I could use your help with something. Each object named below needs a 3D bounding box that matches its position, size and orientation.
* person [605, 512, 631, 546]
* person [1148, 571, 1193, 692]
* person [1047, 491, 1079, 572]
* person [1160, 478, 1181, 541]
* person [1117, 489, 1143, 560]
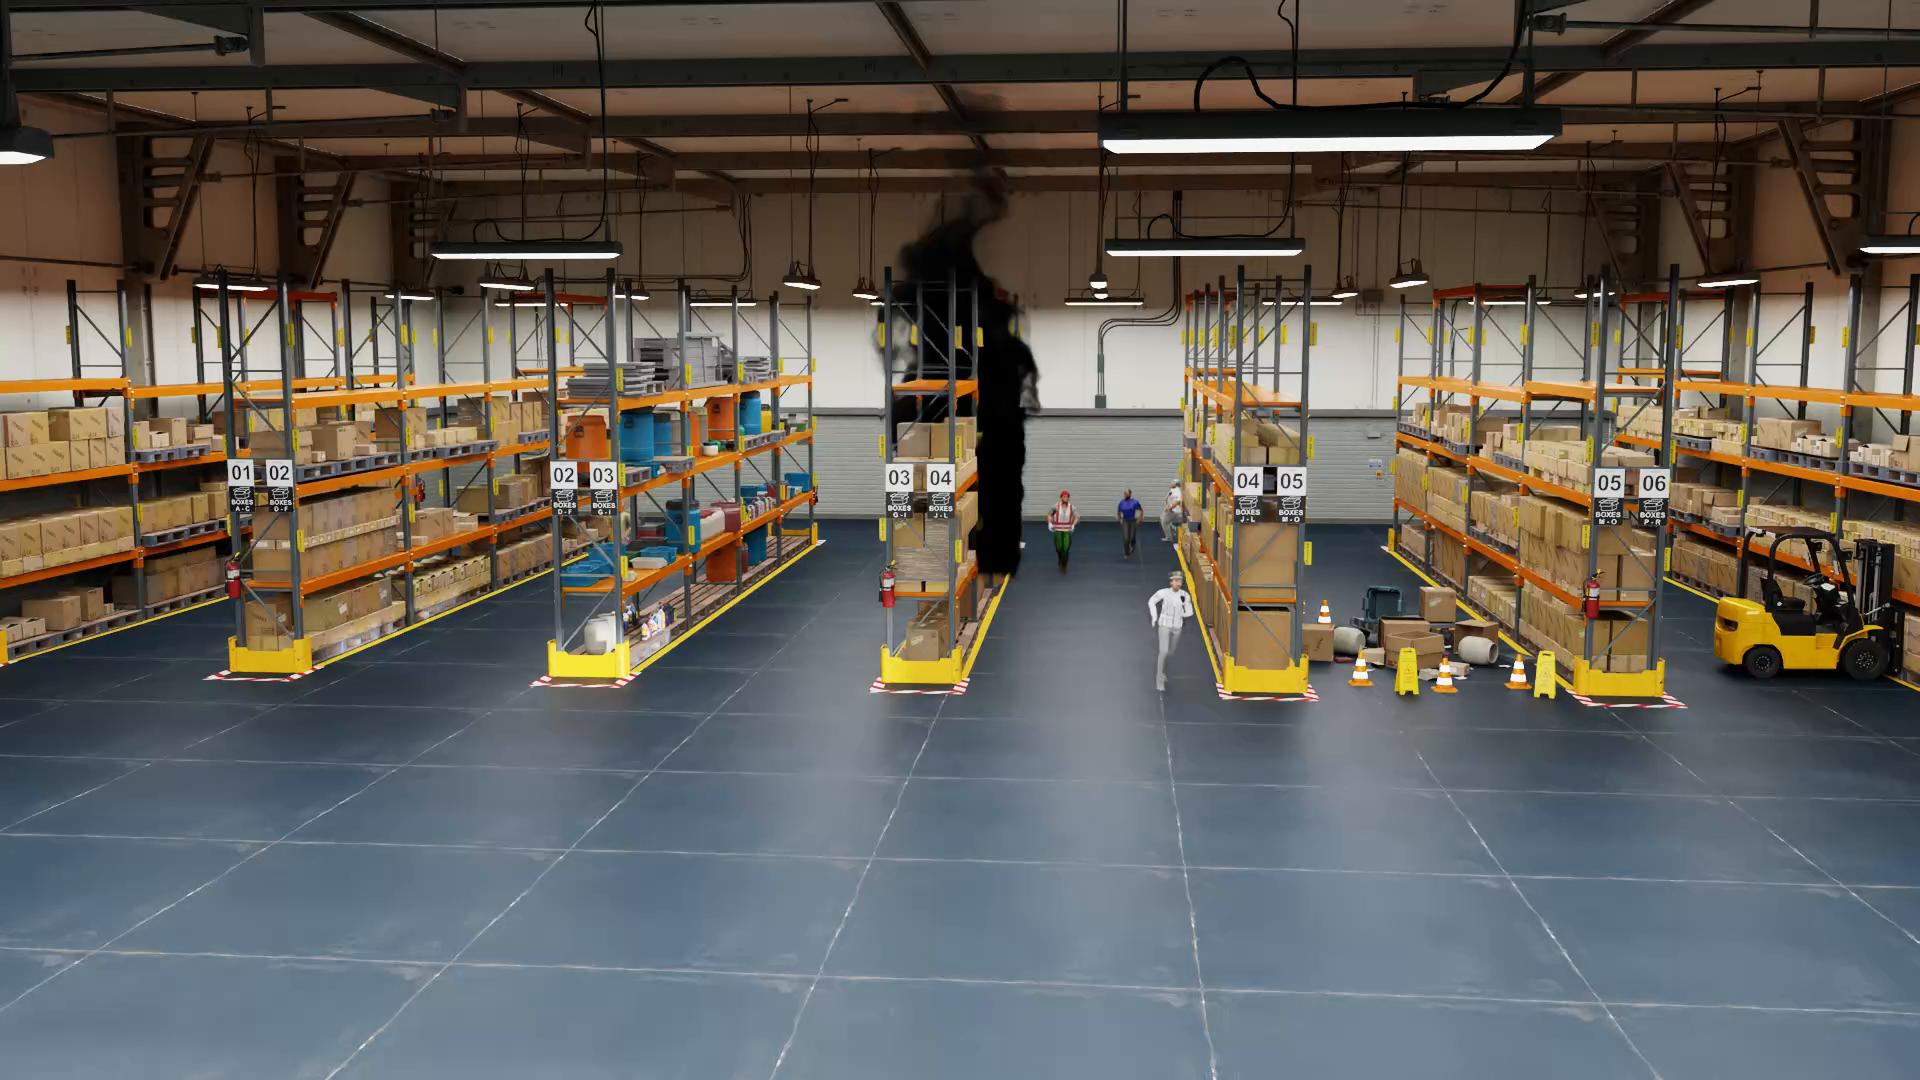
[{"bbox_3d":[-7.090,-0.005,34.556,0.562,1.637,0.595,-1,7,-5],"label":"person"},{"bbox_3d":[3.041,1.287,23.930,0.607,1.724,0.764,-1,7,-7],"label":"person"},{"bbox_3d":[2.211,-0.182,35.595,0.668,1.743,0.523,0,7,-1],"label":"person"},{"bbox_3d":[5.155,-0.736,40.799,0.513,1.575,0.707,1,7,8],"label":"person"},{"bbox_3d":[3.834,-0.354,37.649,0.587,1.622,0.594,2,7,16],"label":"person"}]
